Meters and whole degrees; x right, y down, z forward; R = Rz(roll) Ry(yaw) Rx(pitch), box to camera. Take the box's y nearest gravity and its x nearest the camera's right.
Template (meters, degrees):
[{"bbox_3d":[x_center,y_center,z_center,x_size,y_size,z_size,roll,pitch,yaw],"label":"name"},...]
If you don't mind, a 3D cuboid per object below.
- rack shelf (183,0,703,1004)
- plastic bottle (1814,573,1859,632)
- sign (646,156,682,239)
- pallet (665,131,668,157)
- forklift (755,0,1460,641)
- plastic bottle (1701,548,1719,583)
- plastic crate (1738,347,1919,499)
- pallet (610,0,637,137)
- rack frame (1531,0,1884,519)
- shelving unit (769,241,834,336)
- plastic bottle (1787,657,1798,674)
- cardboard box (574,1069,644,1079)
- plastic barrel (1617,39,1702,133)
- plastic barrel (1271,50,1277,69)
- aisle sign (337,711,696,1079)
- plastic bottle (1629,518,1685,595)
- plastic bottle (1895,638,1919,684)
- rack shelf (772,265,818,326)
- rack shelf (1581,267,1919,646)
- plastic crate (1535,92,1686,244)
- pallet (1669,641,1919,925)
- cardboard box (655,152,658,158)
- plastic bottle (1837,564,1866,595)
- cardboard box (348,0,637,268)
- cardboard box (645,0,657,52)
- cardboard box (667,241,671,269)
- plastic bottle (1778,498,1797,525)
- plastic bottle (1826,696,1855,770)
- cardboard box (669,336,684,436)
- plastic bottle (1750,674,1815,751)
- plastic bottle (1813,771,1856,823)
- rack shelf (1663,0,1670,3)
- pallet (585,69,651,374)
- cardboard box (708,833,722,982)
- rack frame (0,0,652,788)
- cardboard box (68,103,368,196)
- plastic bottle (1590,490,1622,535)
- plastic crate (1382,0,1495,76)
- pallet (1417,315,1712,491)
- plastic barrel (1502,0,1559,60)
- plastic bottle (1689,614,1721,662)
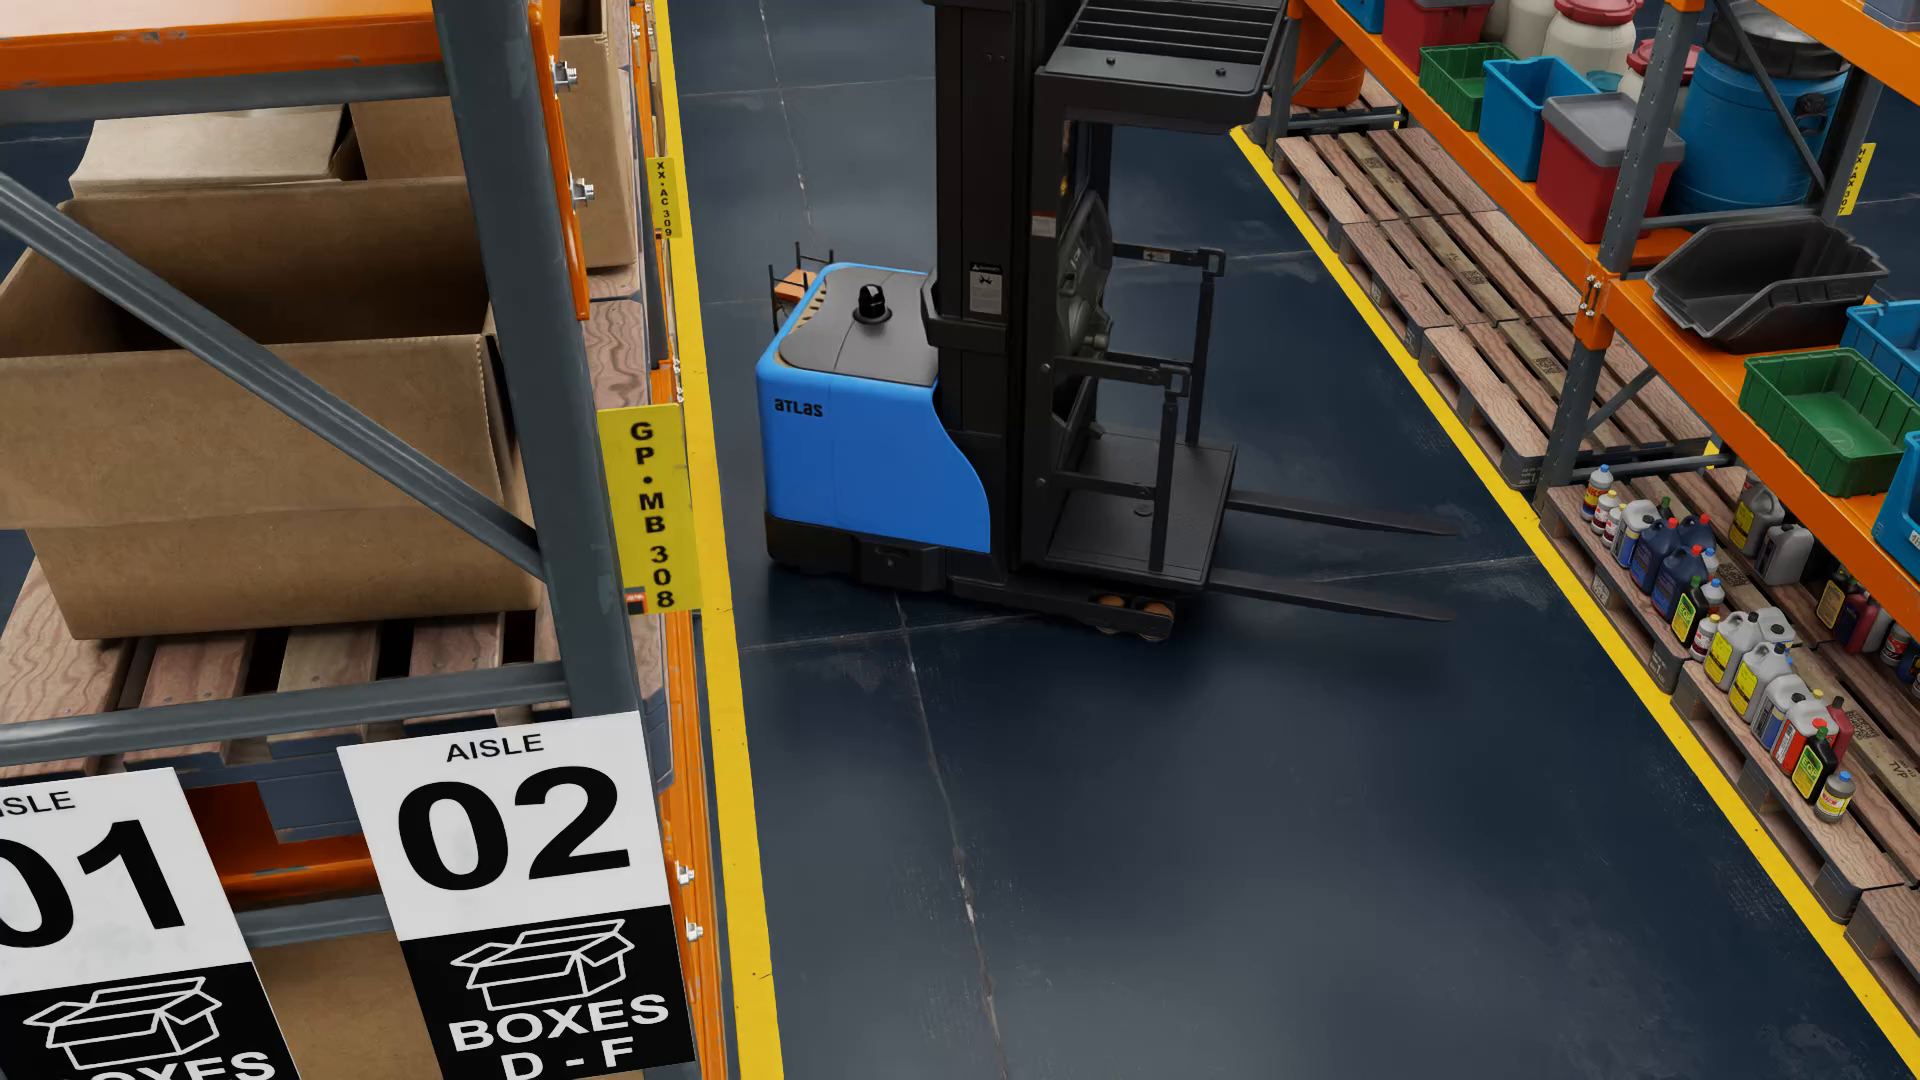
[{"bbox_3d":[-1.291,-0.525,4.122,1.077,0.370,4.000,-6,38,-8],"label":"rack shelf"},{"bbox_3d":[3.626,0.232,6.862,0.061,0.283,0.133,-6,38,-8],"label":"plastic bottle"},{"bbox_3d":[-1.096,-1.266,6.164,0.100,0.325,0.005,-6,38,-8],"label":"sign"},{"bbox_3d":[-2.437,-2.602,10.927,1.003,0.211,1.213,-6,38,-8],"label":"pallet"},{"bbox_3d":[0.697,-1.084,6.756,3.031,2.935,1.130,9,39,12],"label":"forklift"},{"bbox_3d":[3.113,0.148,6.980,0.097,0.271,0.097,0,38,0],"label":"plastic bottle"},{"bbox_3d":[3.196,-0.429,6.030,0.450,0.188,0.662,-6,38,-8],"label":"plastic crate"},{"bbox_3d":[-1.467,-1.469,4.823,1.003,0.211,1.213,-6,38,-8],"label":"pallet"},{"bbox_3d":[3.236,-1.363,7.059,1.000,3.000,0.127,-6,38,-8],"label":"rack frame"},{"bbox_3d":[-0.738,-0.900,8.052,0.215,1.050,0.252,16,41,20],"label":"shelving unit"},{"bbox_3d":[3.220,0.545,6.526,0.097,0.201,0.097,0,38,0],"label":"plastic bottle"},{"bbox_3d":[-0.797,1.028,3.371,0.380,0.149,0.250,-6,38,-8],"label":"cardboard box"},{"bbox_3d":[3.284,-2.018,7.791,0.433,0.535,0.433,0,38,0],"label":"plastic barrel"},{"bbox_3d":[2.245,-3.587,11.608,0.421,0.512,0.421,0,38,0],"label":"plastic barrel"},{"bbox_3d":[-0.627,0.564,2.460,0.394,0.787,0.004,-6,38,-8],"label":"aisle sign"},{"bbox_3d":[2.969,0.042,7.052,0.144,0.351,0.185,-5,38,-7],"label":"plastic bottle"},{"bbox_3d":[3.813,0.439,6.606,0.097,0.271,0.097,0,38,0],"label":"plastic bottle"},{"bbox_3d":[-0.738,-1.116,7.885,0.215,0.259,0.240,16,41,20],"label":"rack shelf"},{"bbox_3d":[3.586,0.129,5.725,1.077,0.370,4.000,-6,38,-8],"label":"rack shelf"},{"bbox_3d":[2.849,-1.647,7.373,0.402,0.464,0.583,-6,38,-8],"label":"plastic crate"},{"bbox_3d":[3.530,0.887,6.436,1.003,0.211,1.213,-6,38,-8],"label":"pallet"},{"bbox_3d":[-1.911,-1.946,9.252,0.500,0.311,0.500,-7,38,-9],"label":"cardboard box"},{"bbox_3d":[3.723,0.179,6.876,0.144,0.351,0.185,-6,38,-8],"label":"plastic bottle"},{"bbox_3d":[-0.962,-0.894,3.473,0.500,0.500,0.500,-6,38,-8],"label":"cardboard box"},{"bbox_3d":[-2.322,-3.359,11.308,0.500,0.500,0.500,-7,38,-9],"label":"cardboard box"},{"bbox_3d":[-1.917,-1.726,9.425,0.500,0.250,0.500,-7,38,-8],"label":"cardboard box"},{"bbox_3d":[3.632,-0.132,7.276,0.144,0.351,0.185,-7,38,-9],"label":"plastic bottle"},{"bbox_3d":[3.271,0.723,6.230,0.061,0.283,0.133,-6,38,-8],"label":"plastic bottle"},{"bbox_3d":[-1.551,-0.713,7.664,0.500,0.311,0.500,-7,38,-8],"label":"cardboard box"},{"bbox_3d":[3.142,0.654,6.325,0.152,0.276,0.135,-7,38,-9],"label":"plastic bottle"},{"bbox_3d":[3.183,0.923,6.040,0.097,0.201,0.097,0,38,0],"label":"plastic bottle"},{"bbox_3d":[2.885,-3.471,7.914,1.077,0.370,4.000,-6,38,-8],"label":"rack shelf"},{"bbox_3d":[-1.256,-0.734,3.877,1.003,0.211,1.213,-6,38,-8],"label":"pallet"},{"bbox_3d":[-1.077,1.250,5.595,0.500,0.250,0.500,-6,38,-8],"label":"cardboard box"},{"bbox_3d":[-0.940,-0.785,1.426,1.000,3.000,0.127,-6,38,-8],"label":"rack frame"},{"bbox_3d":[-1.499,-0.790,3.493,0.500,0.311,0.500,-2,38,-3],"label":"cardboard box"},{"bbox_3d":[2.878,-0.130,7.395,0.097,0.201,0.097,0,38,0],"label":"plastic bottle"},{"bbox_3d":[2.516,-2.795,8.850,0.402,0.464,0.583,-6,38,-8],"label":"plastic crate"},{"bbox_3d":[3.060,-0.732,8.520,1.003,0.211,1.213,-6,38,-8],"label":"pallet"},{"bbox_3d":[3.079,-2.722,8.698,0.433,0.535,0.433,0,38,0],"label":"plastic barrel"},{"bbox_3d":[3.028,0.388,6.727,0.097,0.201,0.097,0,38,0],"label":"plastic bottle"}]
